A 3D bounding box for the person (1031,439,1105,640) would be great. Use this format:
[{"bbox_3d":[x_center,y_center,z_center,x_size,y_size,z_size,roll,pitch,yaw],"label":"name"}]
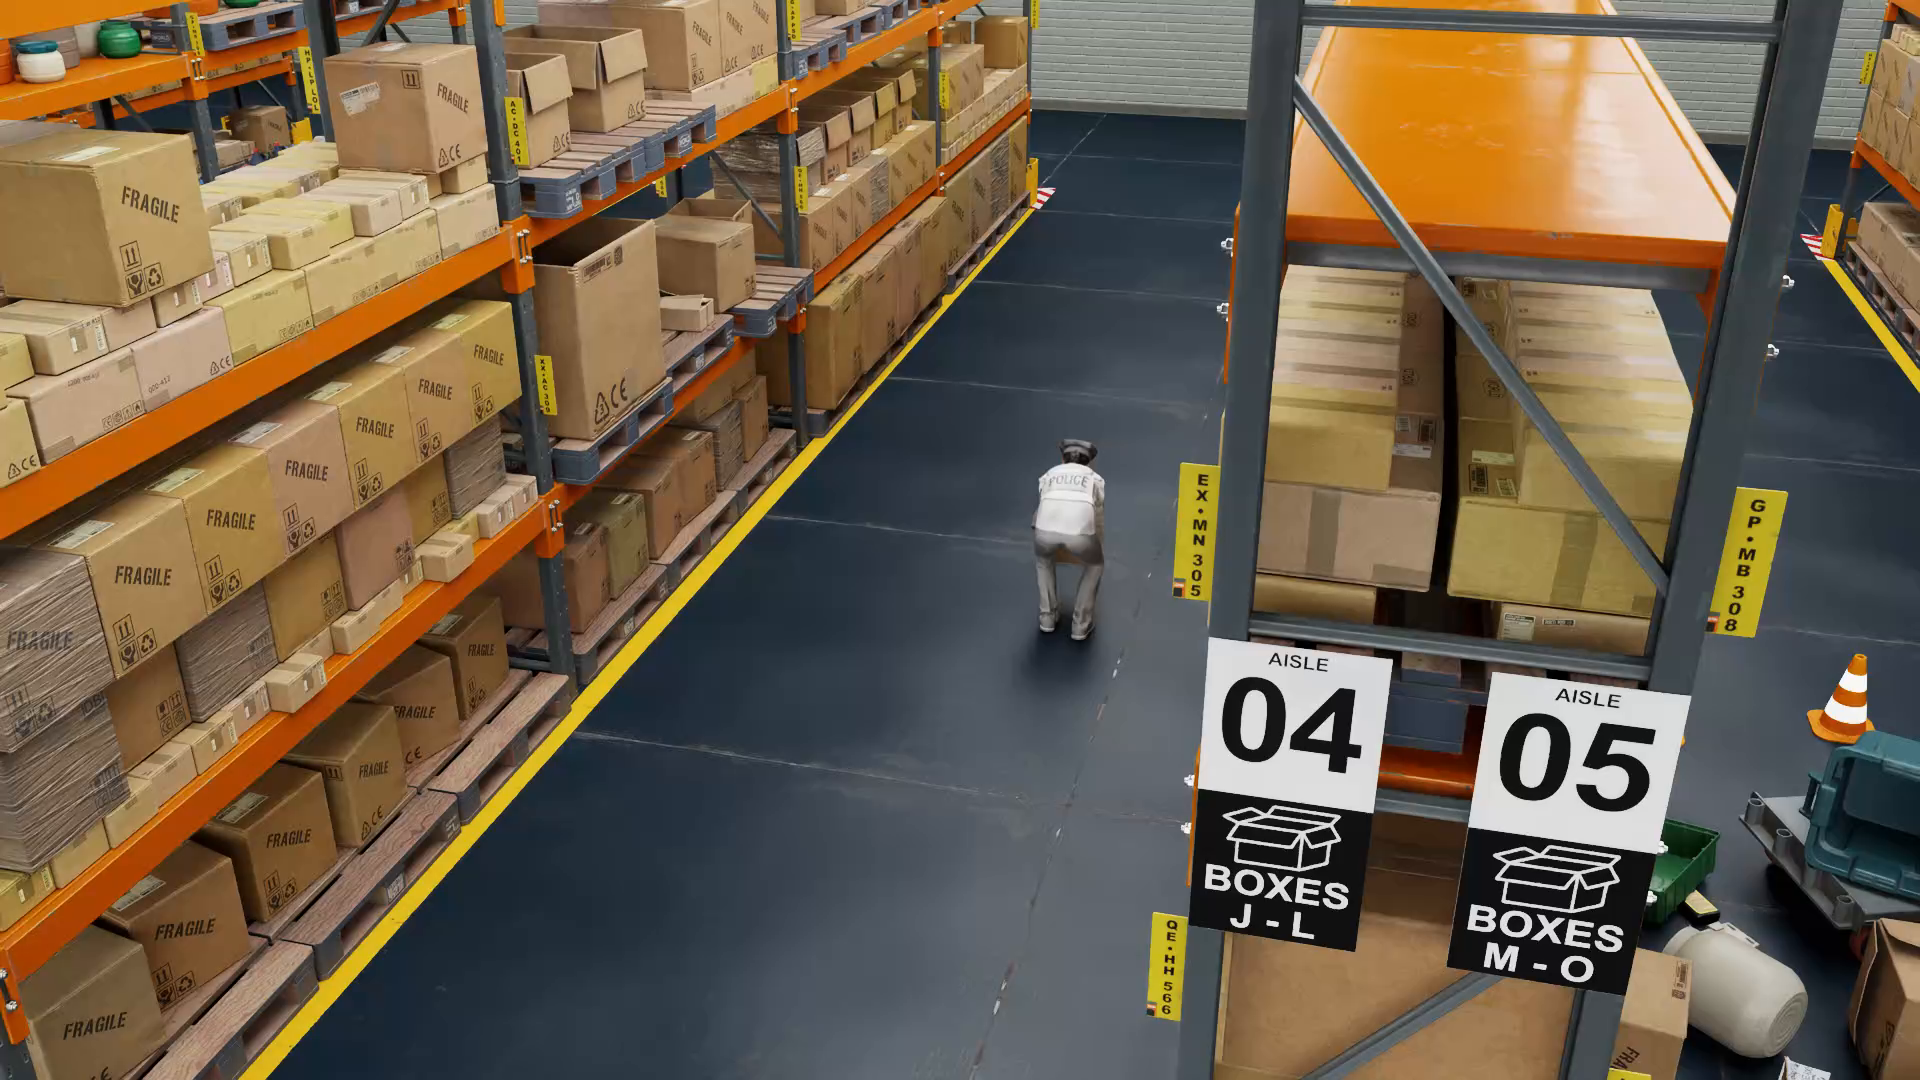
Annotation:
[{"bbox_3d":[0.686,-0.007,10.300,0.445,1.086,0.919,5,26,11],"label":"person"}]
